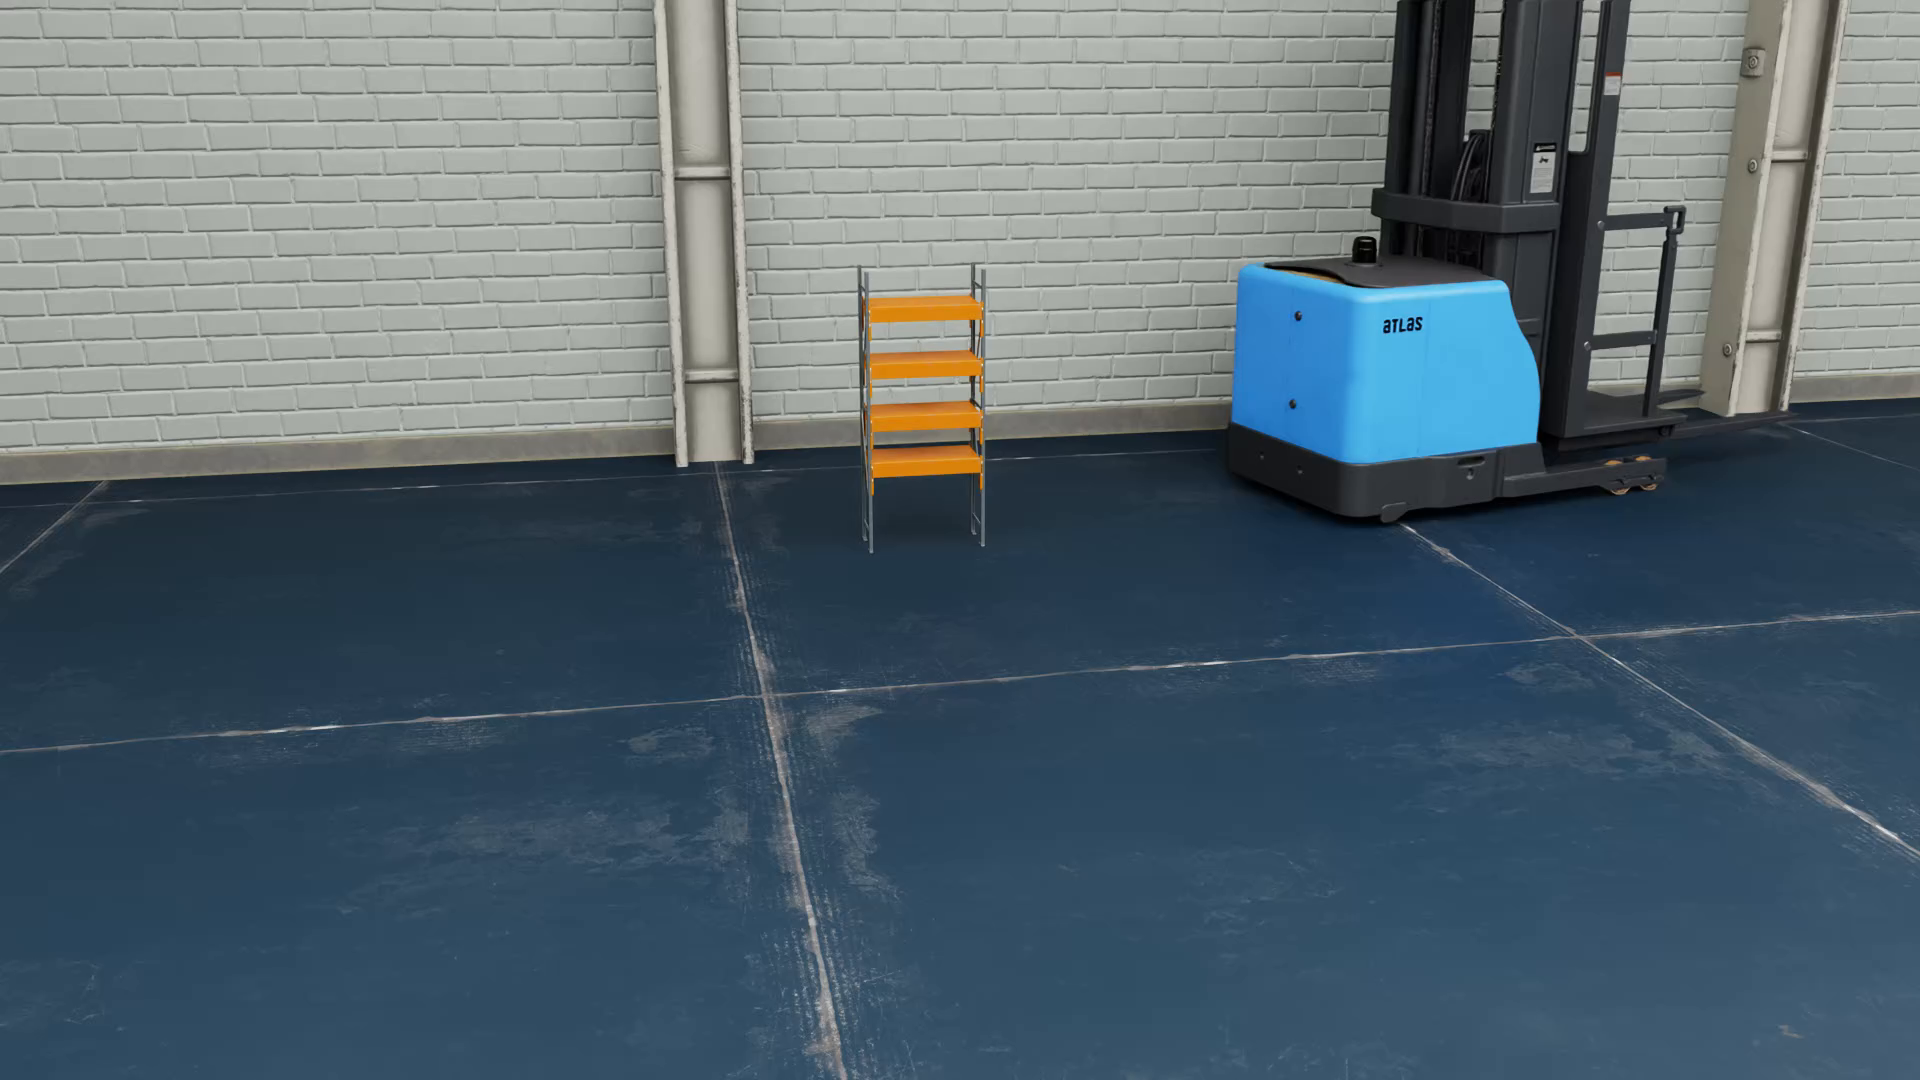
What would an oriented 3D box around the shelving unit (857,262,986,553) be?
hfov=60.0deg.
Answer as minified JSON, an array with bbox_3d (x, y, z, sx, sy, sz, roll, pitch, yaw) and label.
[{"bbox_3d":[-0.163,-0.564,7.106,0.503,1.200,0.258,-3,17,-10],"label":"shelving unit"}]

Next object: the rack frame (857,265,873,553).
[{"bbox_3d":[-0.402,-0.551,7.061,0.015,1.200,0.240,-3,17,-10],"label":"rack frame"}]

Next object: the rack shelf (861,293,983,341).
[{"bbox_3d":[-0.163,-0.940,6.990,0.480,0.148,0.258,-3,17,-10],"label":"rack shelf"}]

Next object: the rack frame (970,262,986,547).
[{"bbox_3d":[0.077,-0.578,7.150,0.015,1.200,0.240,-3,17,-10],"label":"rack frame"}]

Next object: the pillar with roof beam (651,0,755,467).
[{"bbox_3d":[-0.471,-3.491,3.350,0.400,9.000,9.100,-3,17,-10],"label":"pillar with roof beam"}]

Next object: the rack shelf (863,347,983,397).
[{"bbox_3d":[-0.163,-0.714,7.060,0.480,0.148,0.258,-3,17,-10],"label":"rack shelf"}]

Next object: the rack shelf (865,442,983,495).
[{"bbox_3d":[-0.163,-0.310,7.184,0.480,0.148,0.258,-3,17,-10],"label":"rack shelf"}]

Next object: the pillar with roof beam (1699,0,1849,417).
[{"bbox_3d":[5.420,-3.825,4.438,0.400,9.000,9.100,-3,17,-10],"label":"pillar with roof beam"}]

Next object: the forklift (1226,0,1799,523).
[{"bbox_3d":[2.875,-1.749,8.016,3.031,2.935,1.130,-8,19,-24],"label":"forklift"}]

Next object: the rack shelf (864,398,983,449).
[{"bbox_3d":[-0.163,-0.500,7.125,0.480,0.148,0.258,-3,17,-10],"label":"rack shelf"}]
